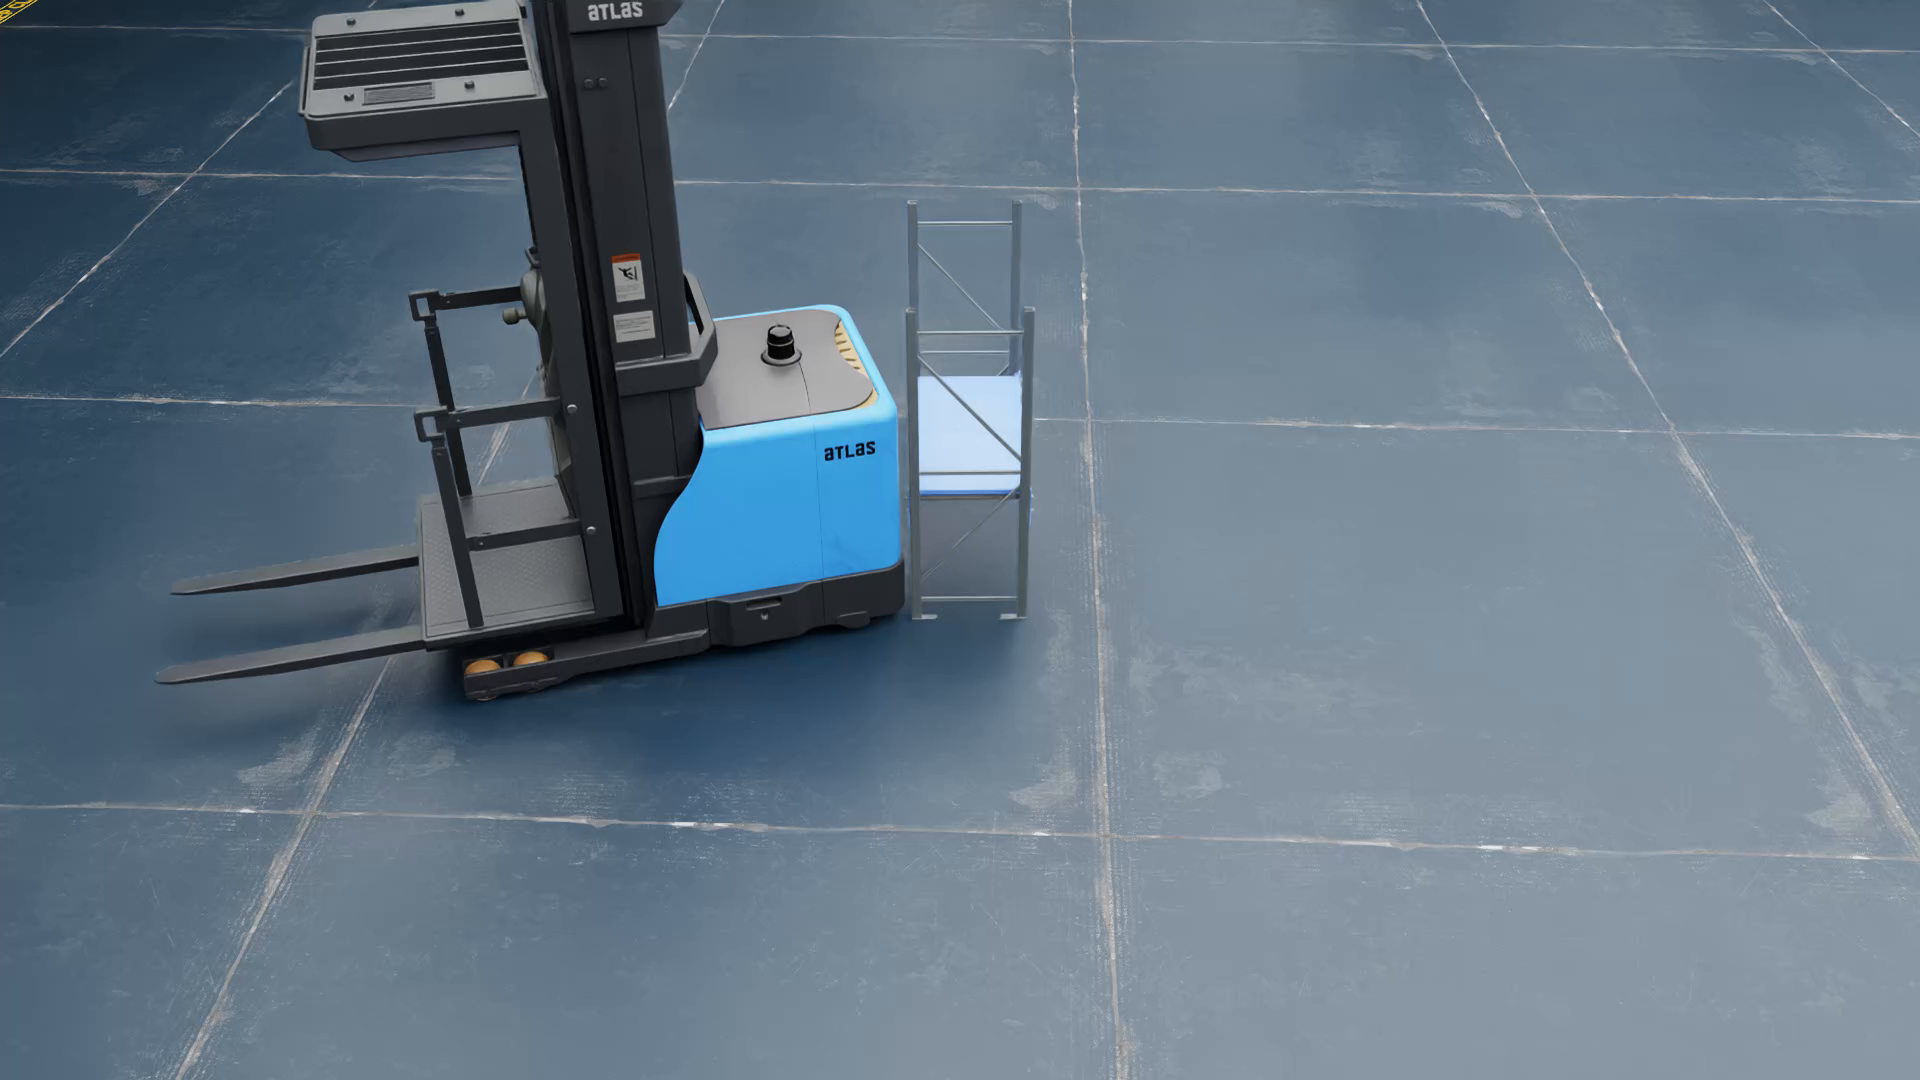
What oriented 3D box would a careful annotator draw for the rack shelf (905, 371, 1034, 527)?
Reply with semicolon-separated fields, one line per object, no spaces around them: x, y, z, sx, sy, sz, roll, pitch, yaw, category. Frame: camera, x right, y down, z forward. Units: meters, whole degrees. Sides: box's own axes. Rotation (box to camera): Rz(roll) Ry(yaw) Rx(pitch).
0.031;-0.419;7.354;0.538;0.185;1.000;-1;35;-1;rack shelf

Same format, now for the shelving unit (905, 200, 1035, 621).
0.031;-0.566;7.251;0.538;1.500;1.048;-1;35;-1;shelving unit

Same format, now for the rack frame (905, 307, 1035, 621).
0.040;-0.273;6.835;0.500;1.500;0.032;-1;35;-1;rack frame

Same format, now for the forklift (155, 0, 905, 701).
-1.815;-0.881;6.454;3.031;2.935;1.130;-9;36;-13;forklift

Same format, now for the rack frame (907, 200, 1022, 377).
0.022;-0.858;7.666;0.500;1.500;0.032;-1;35;-1;rack frame
